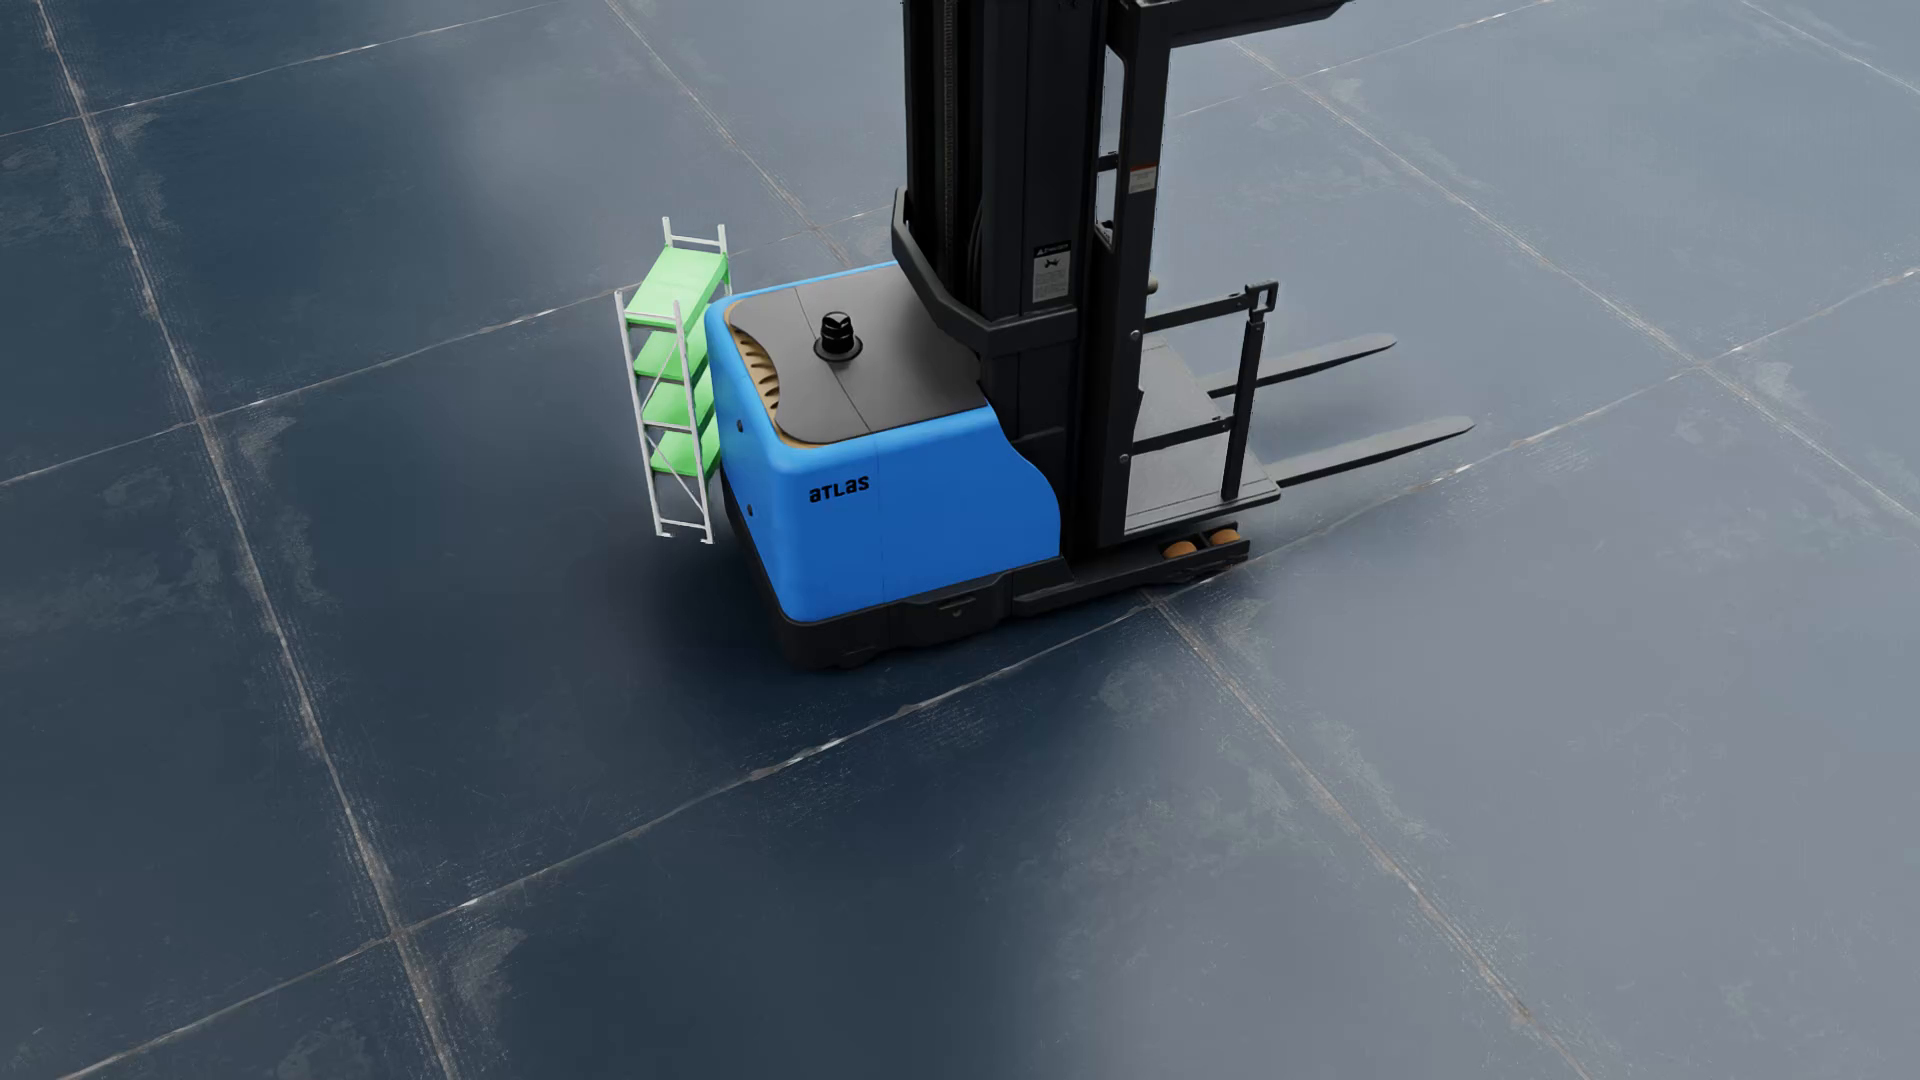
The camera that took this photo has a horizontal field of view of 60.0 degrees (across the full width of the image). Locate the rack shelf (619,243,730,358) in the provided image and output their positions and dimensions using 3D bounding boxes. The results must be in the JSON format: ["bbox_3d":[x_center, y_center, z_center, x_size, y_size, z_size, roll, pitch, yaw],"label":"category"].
[{"bbox_3d":[-1.060,-0.900,6.219,0.258,0.148,0.480,9,45,9],"label":"rack shelf"}]

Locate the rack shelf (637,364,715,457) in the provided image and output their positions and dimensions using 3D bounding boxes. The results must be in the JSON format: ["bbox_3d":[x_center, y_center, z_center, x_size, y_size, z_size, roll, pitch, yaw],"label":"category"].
[{"bbox_3d":[-1.060,-0.556,6.553,0.258,0.148,0.480,9,45,9],"label":"rack shelf"}]

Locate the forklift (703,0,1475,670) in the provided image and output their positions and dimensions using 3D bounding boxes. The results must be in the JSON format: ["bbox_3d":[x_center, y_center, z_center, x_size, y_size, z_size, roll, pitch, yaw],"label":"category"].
[{"bbox_3d":[0.613,-1.214,5.896,3.031,2.935,1.130,-15,46,-15],"label":"forklift"}]

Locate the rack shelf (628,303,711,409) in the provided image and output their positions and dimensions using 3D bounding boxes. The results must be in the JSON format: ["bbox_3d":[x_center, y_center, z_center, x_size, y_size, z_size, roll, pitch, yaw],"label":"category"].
[{"bbox_3d":[-1.060,-0.728,6.386,0.258,0.148,0.480,9,45,9],"label":"rack shelf"}]

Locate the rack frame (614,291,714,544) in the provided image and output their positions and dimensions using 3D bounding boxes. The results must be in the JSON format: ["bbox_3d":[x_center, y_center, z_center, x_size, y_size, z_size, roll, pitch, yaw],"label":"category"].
[{"bbox_3d":[-1.115,-0.436,6.338,0.240,1.200,0.015,9,45,9],"label":"rack frame"}]

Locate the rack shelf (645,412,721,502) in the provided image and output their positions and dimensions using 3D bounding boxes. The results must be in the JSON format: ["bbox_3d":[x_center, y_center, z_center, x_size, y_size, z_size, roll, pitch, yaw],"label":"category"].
[{"bbox_3d":[-1.060,-0.384,6.720,0.258,0.148,0.480,9,45,9],"label":"rack shelf"}]

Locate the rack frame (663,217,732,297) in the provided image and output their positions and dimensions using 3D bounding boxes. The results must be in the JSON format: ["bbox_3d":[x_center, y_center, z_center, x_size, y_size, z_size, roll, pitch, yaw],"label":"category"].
[{"bbox_3d":[-1.005,-0.767,6.679,0.240,1.200,0.015,9,45,9],"label":"rack frame"}]

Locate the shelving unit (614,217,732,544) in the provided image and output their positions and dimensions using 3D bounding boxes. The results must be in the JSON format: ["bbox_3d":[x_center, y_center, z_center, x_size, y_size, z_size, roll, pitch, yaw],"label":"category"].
[{"bbox_3d":[-1.060,-0.602,6.509,0.258,1.200,0.503,9,45,9],"label":"shelving unit"}]
